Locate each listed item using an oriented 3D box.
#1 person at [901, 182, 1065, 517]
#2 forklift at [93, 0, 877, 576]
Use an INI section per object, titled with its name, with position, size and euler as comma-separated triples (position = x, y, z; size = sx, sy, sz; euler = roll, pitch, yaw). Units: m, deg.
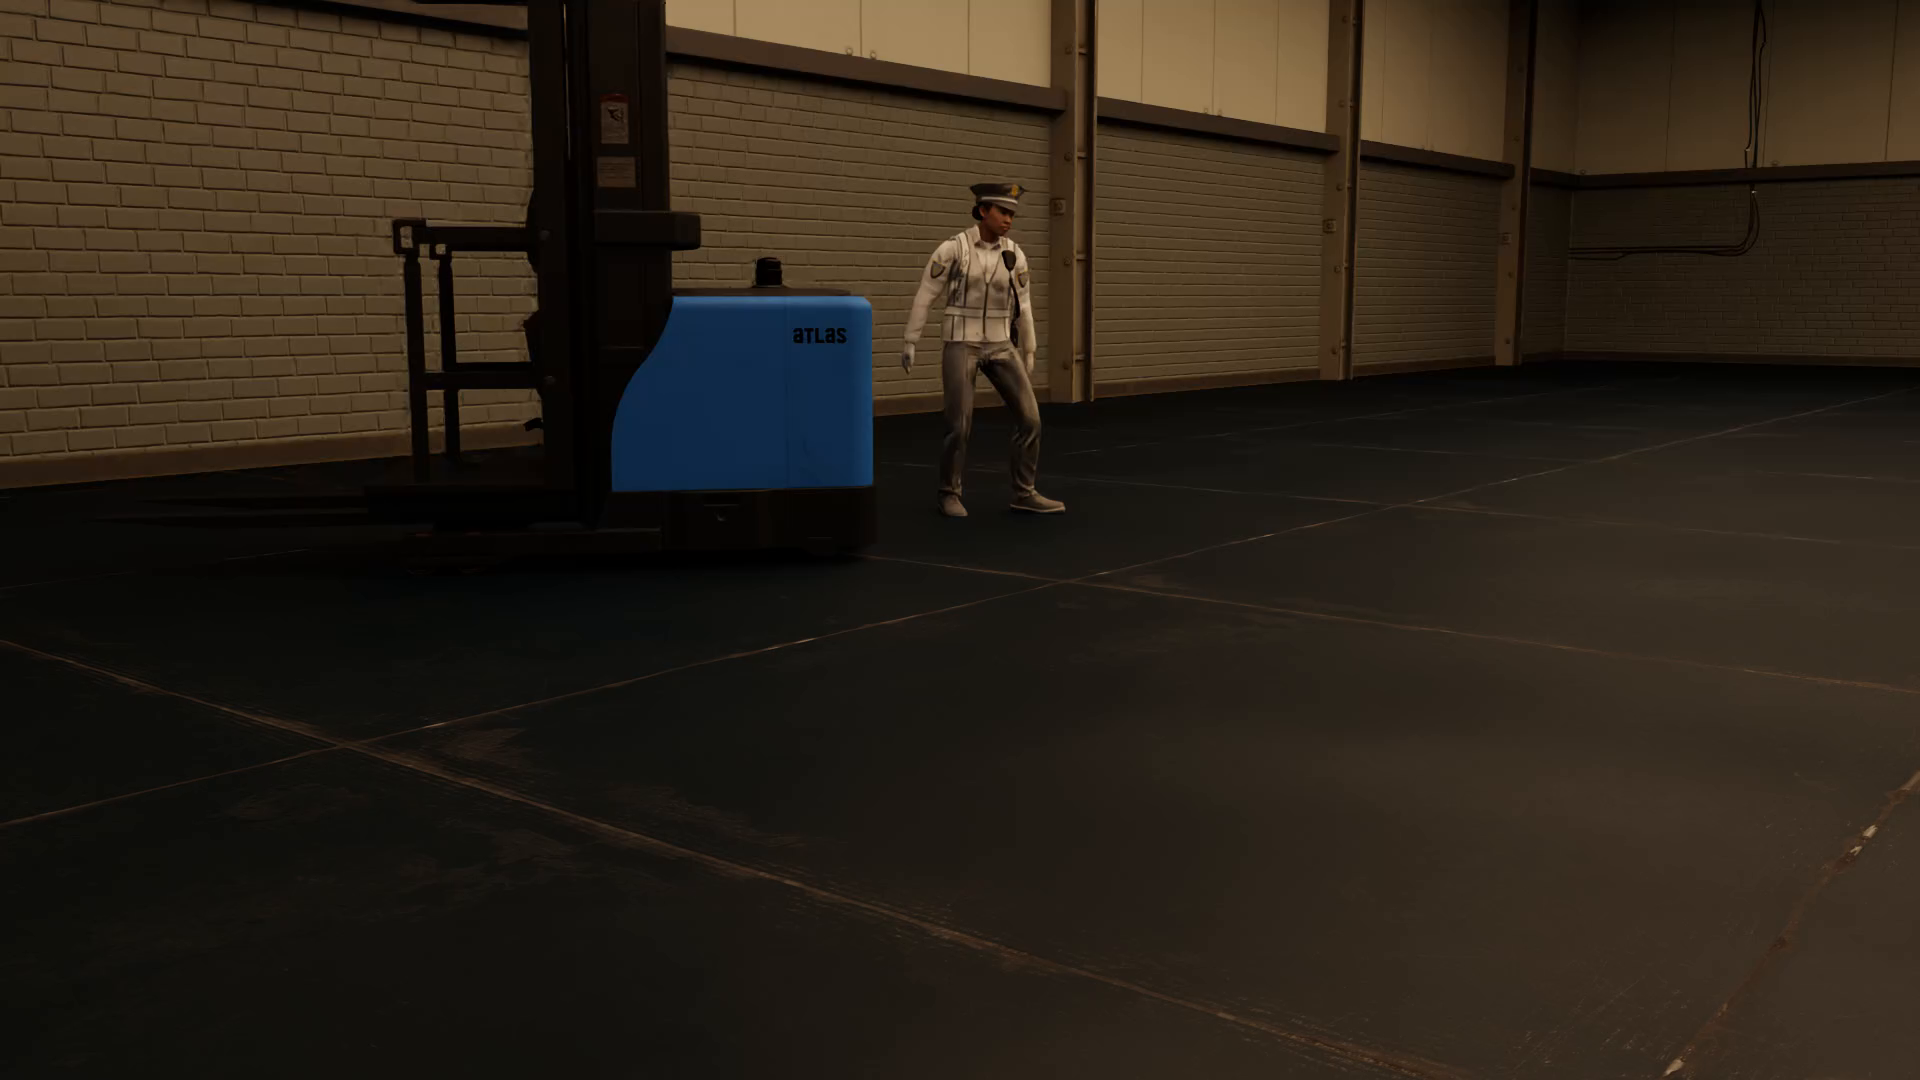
[person]
position = 0.113, -0.922, 8.186
size = 0.806, 1.640, 0.413
euler = -2, 9, -16
[forklift]
position = -1.909, -1.394, 6.812
size = 3.031, 2.935, 1.130
euler = -1, 8, -10
